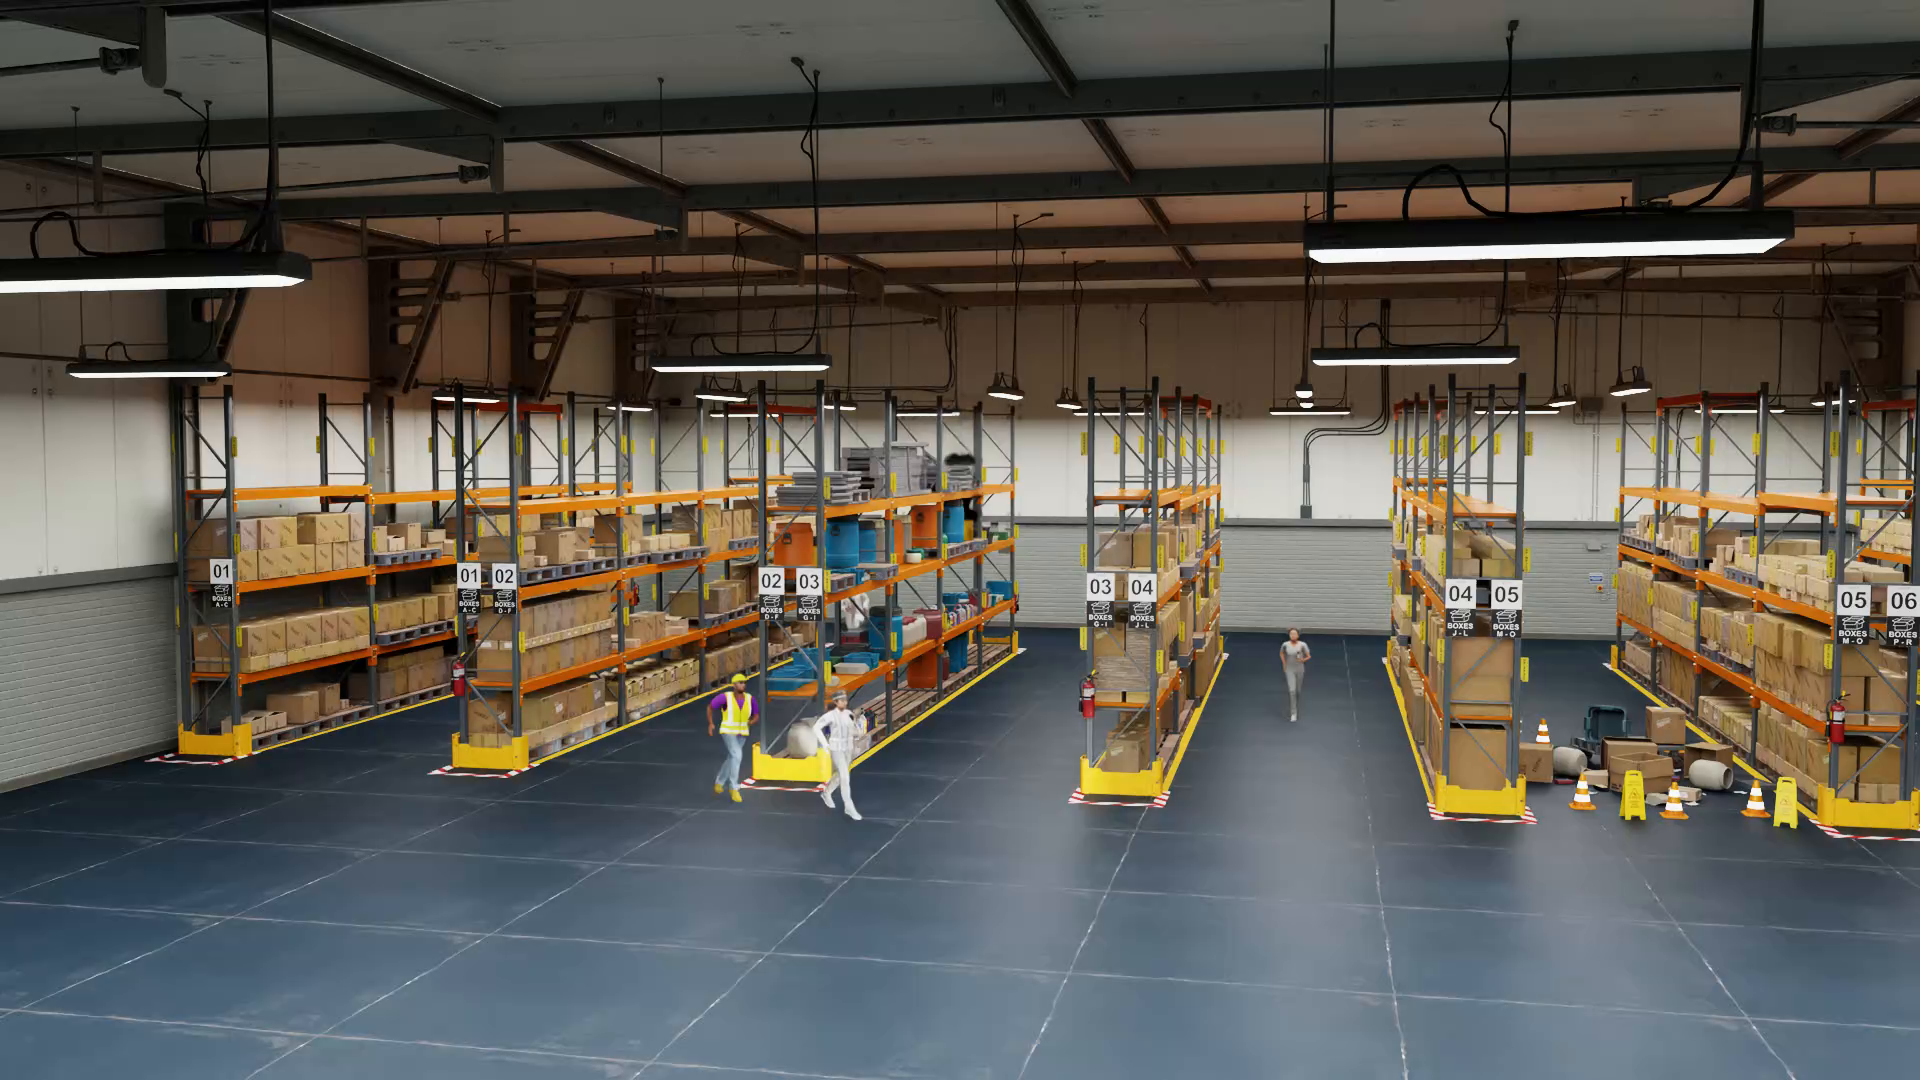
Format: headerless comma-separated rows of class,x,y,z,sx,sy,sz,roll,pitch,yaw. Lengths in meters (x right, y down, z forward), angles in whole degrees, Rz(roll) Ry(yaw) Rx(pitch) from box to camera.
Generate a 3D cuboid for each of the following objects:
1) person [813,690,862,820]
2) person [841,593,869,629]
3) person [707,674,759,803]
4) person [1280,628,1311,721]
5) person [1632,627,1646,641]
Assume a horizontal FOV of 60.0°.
person,-1.620,2.872,22.550,0.903,1.709,0.600,3,4,42
person,-2.515,1.814,39.108,0.749,1.741,0.867,0,3,2
person,-3.181,2.789,23.726,0.713,1.752,0.803,-2,4,-37
person,6.185,2.451,30.676,0.557,1.681,0.892,1,3,9
person,15.948,1.998,38.723,0.746,1.702,0.633,-3,4,-41
